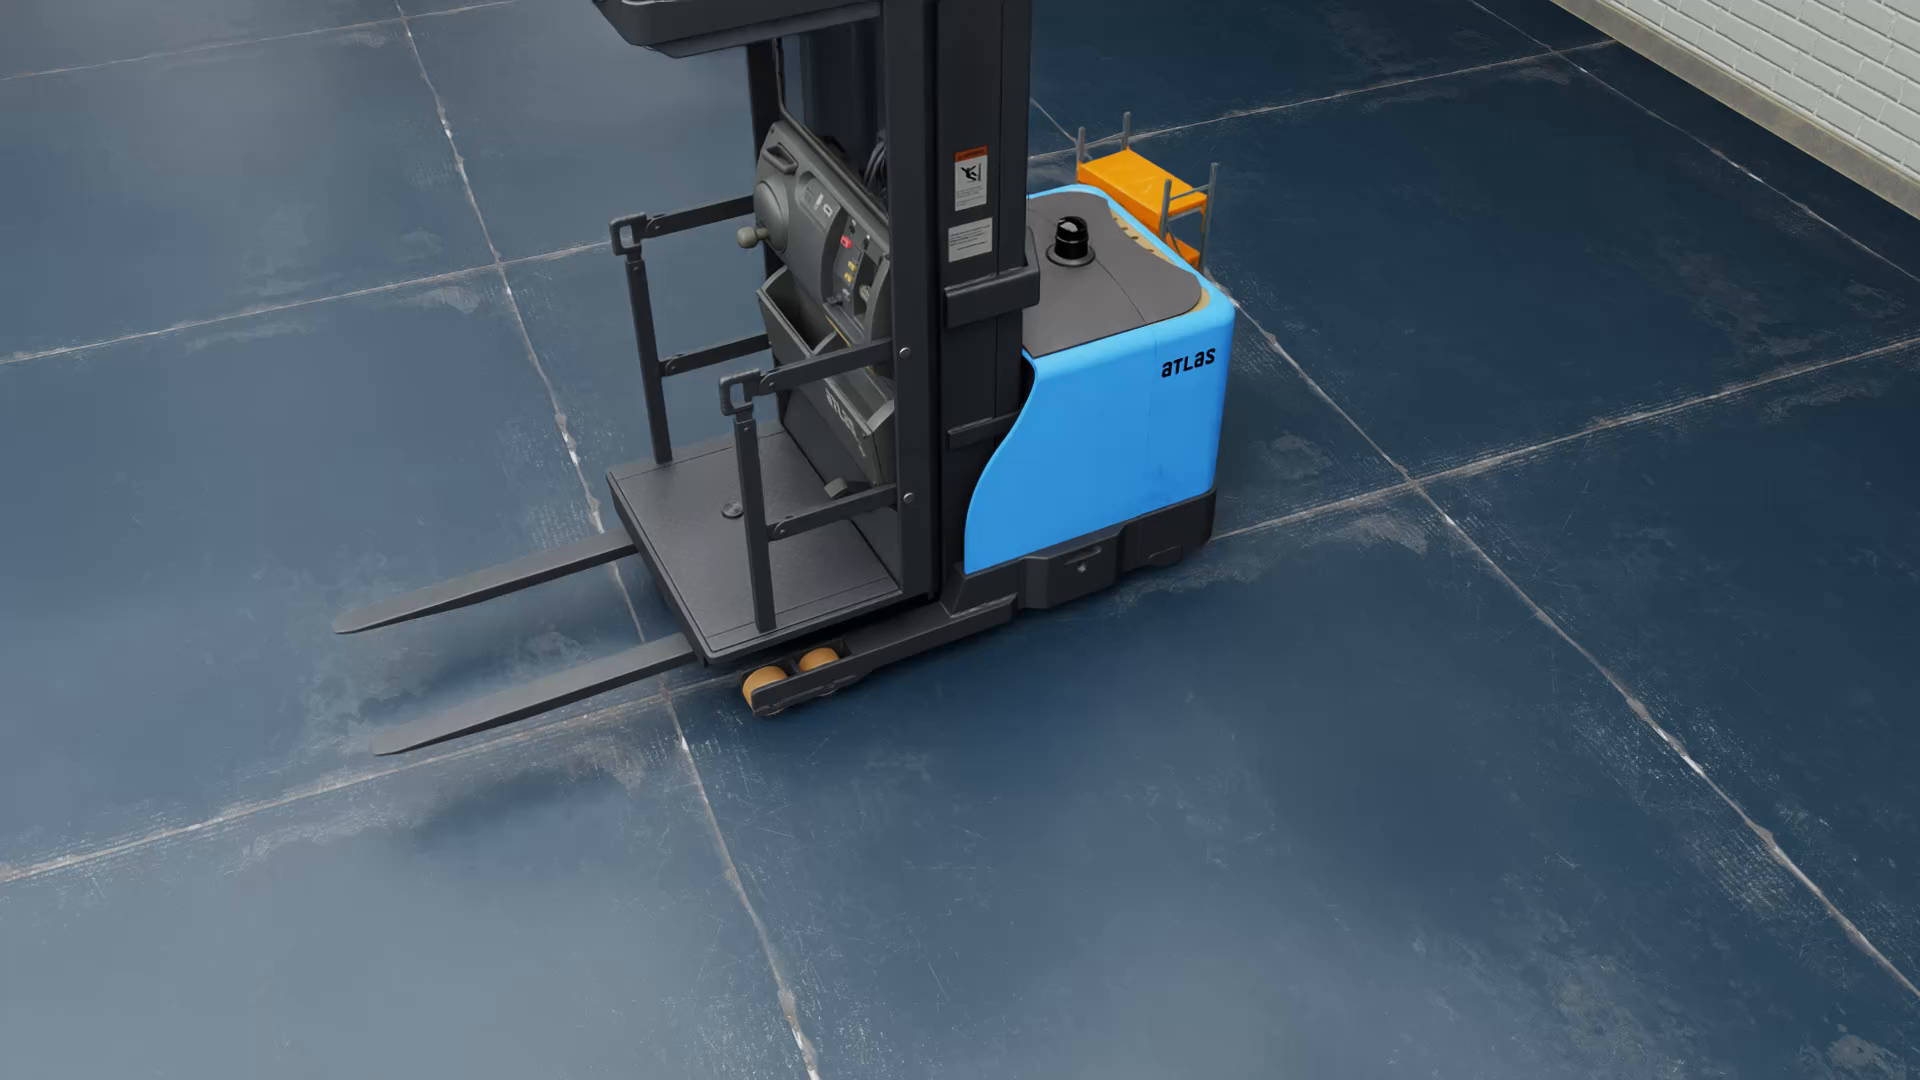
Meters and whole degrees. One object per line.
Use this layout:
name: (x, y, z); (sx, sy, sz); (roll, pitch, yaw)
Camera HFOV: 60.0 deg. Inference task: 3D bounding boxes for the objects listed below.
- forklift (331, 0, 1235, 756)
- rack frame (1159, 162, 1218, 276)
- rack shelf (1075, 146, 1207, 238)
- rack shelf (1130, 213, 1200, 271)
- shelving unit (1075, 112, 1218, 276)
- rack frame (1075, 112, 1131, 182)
forklift: (-0.615, -0.920, 5.072); (3.031, 2.935, 1.130); (-18, 44, -20)
rack frame: (0.814, -0.853, 6.316); (0.240, 1.200, 0.015); (-24, 46, -27)
rack shelf: (0.681, -1.285, 6.215); (0.258, 0.148, 0.480); (-24, 46, -27)
rack shelf: (0.676, -1.103, 6.367); (0.258, 0.148, 0.480); (-24, 46, -27)
shelving unit: (0.672, -0.983, 6.467); (0.258, 1.200, 0.503); (-24, 46, -27)
rack frame: (0.531, -1.112, 6.618); (0.240, 1.200, 0.015); (-24, 46, -27)
